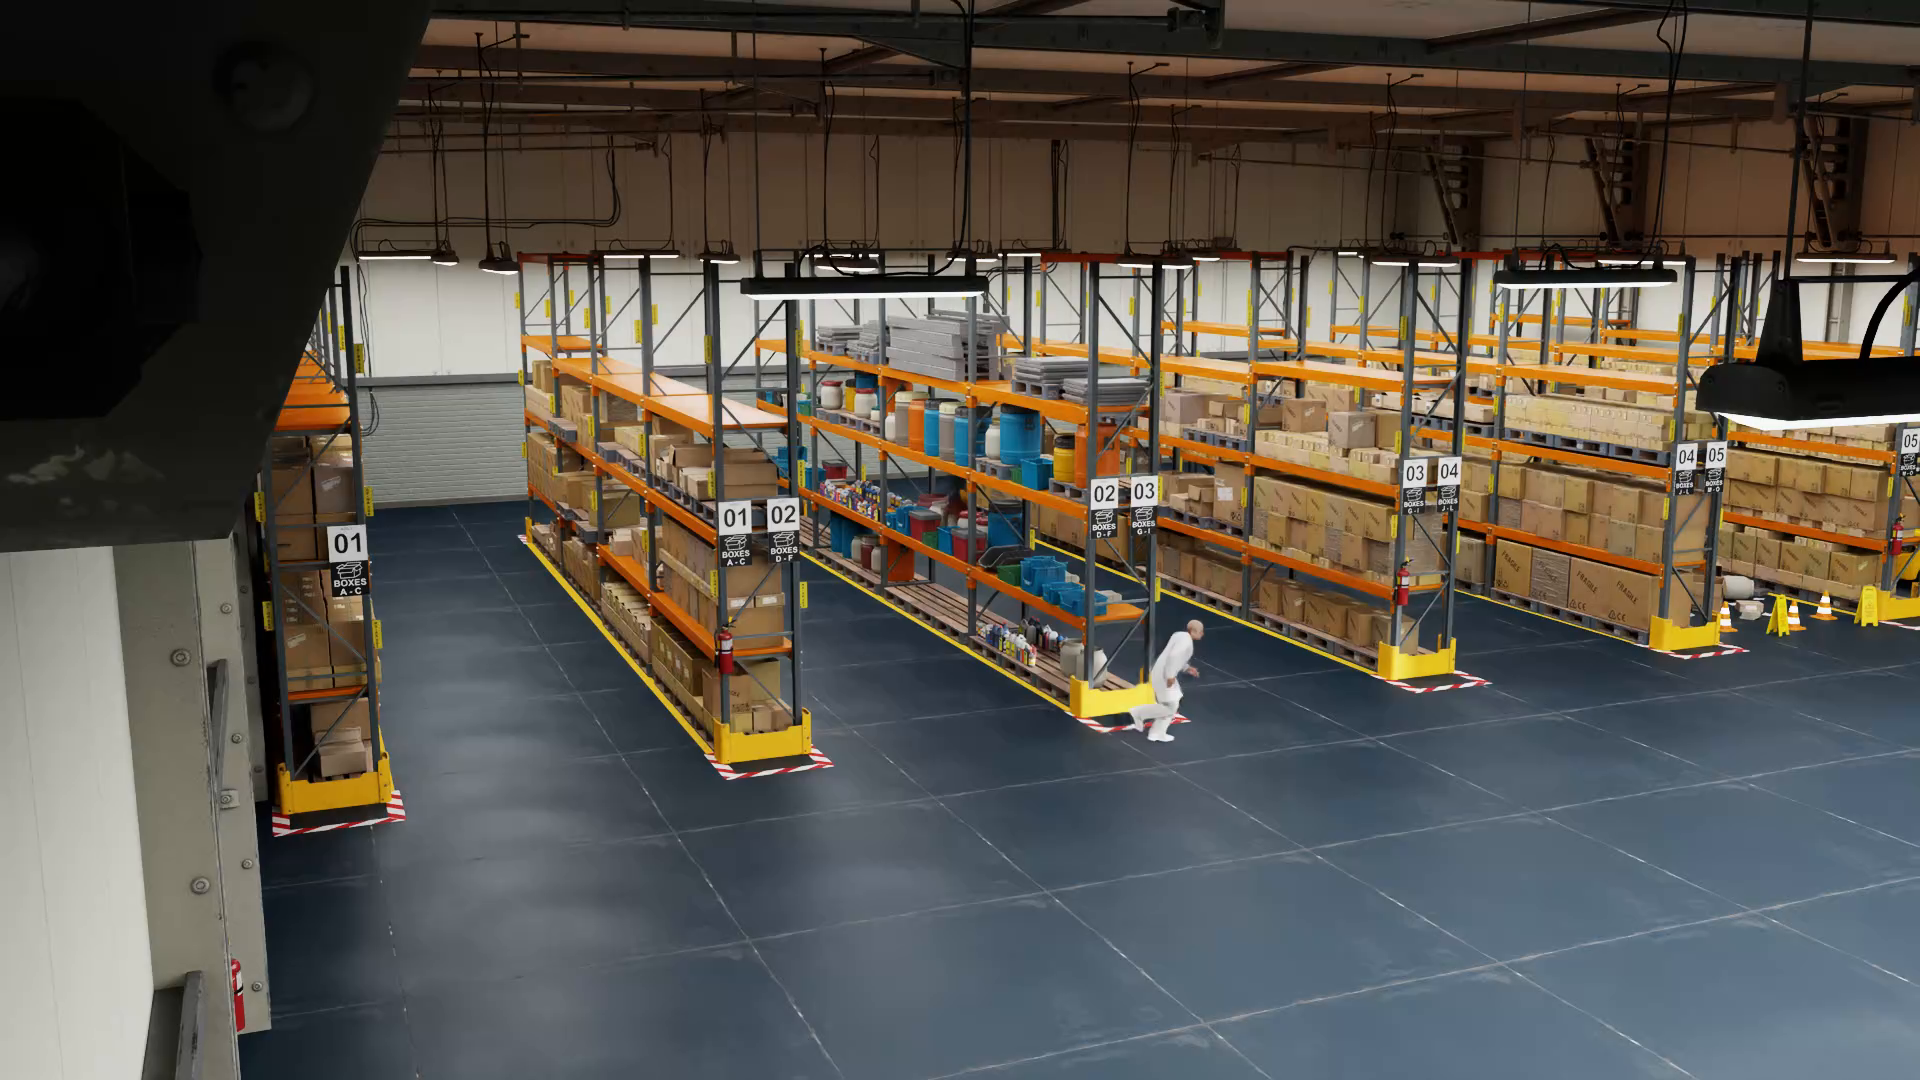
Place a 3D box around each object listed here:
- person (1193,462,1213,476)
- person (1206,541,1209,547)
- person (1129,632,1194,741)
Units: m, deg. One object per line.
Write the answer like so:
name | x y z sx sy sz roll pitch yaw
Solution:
person | 6.200 -2.278 43.016 0.825 1.580 0.489 -8 13 -36
person | 4.772 -0.554 32.996 0.591 1.540 0.804 -3 11 -15
person | 2.532 1.868 20.960 0.784 1.427 0.731 0 10 0
